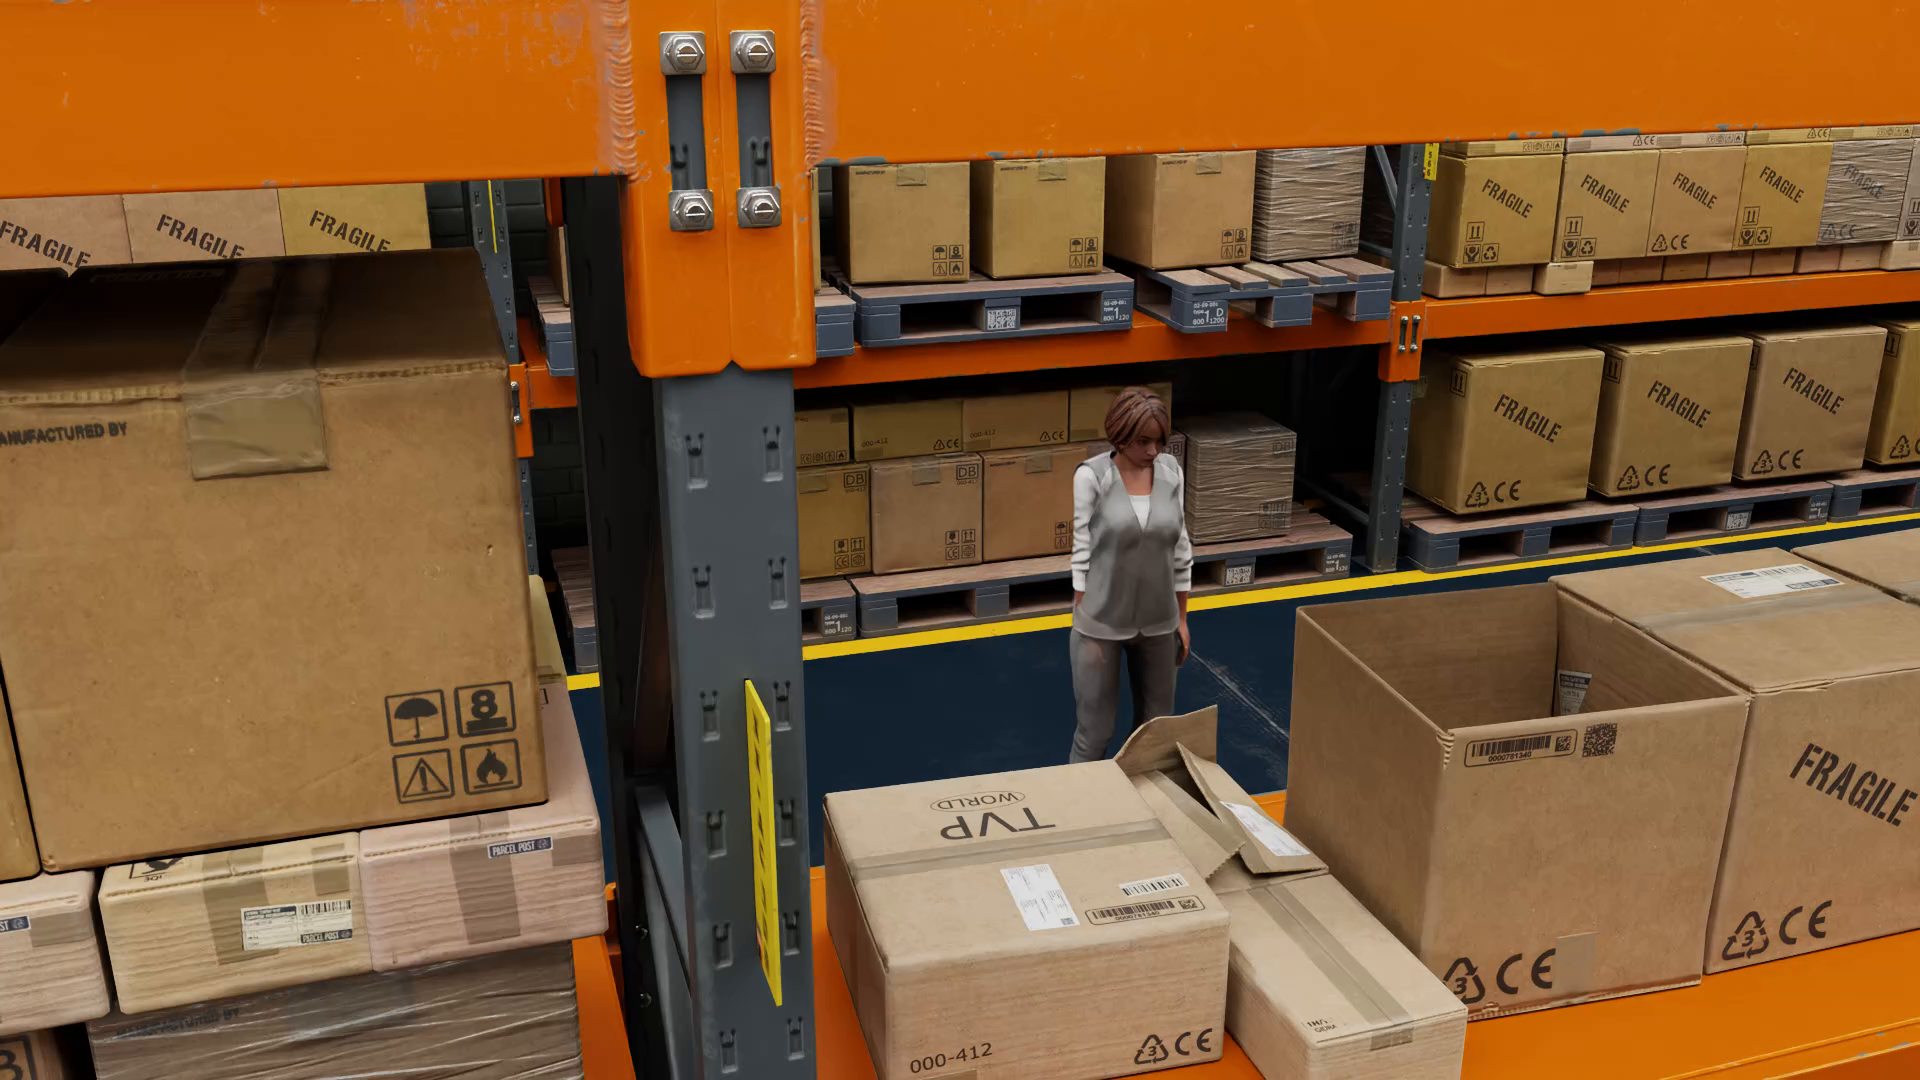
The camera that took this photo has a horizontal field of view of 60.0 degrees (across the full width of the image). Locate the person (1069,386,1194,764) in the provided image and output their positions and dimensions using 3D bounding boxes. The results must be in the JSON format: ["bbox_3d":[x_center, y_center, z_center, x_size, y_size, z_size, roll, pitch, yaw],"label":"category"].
[{"bbox_3d":[0.542,0.281,5.305,0.407,1.593,0.299,-6,20,-16],"label":"person"}]
